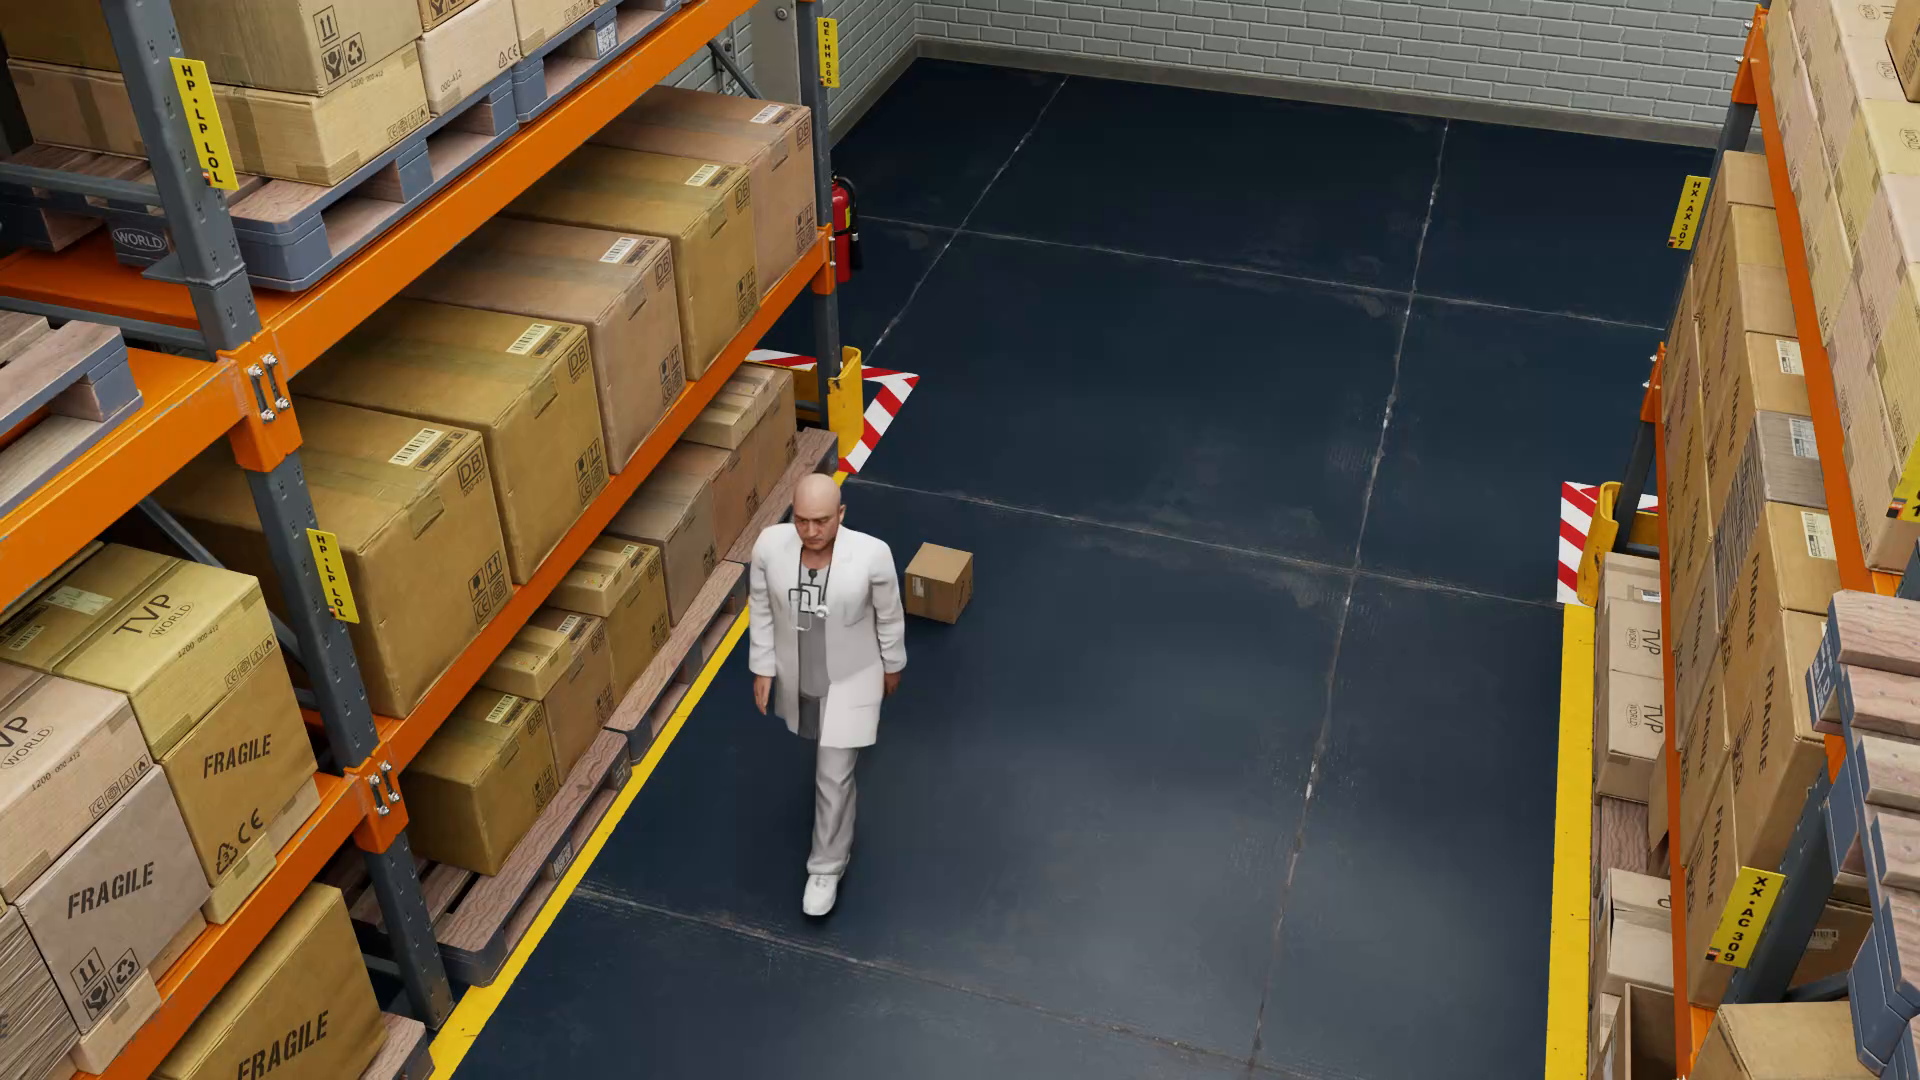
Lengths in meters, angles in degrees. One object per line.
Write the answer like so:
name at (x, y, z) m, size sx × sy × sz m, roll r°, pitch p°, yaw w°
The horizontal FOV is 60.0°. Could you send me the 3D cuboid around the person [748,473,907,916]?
person at (-0.497, 0.459, 6.290) m, size 0.570 × 1.739 × 1.100 m, roll 10°, pitch 38°, yaw 13°
